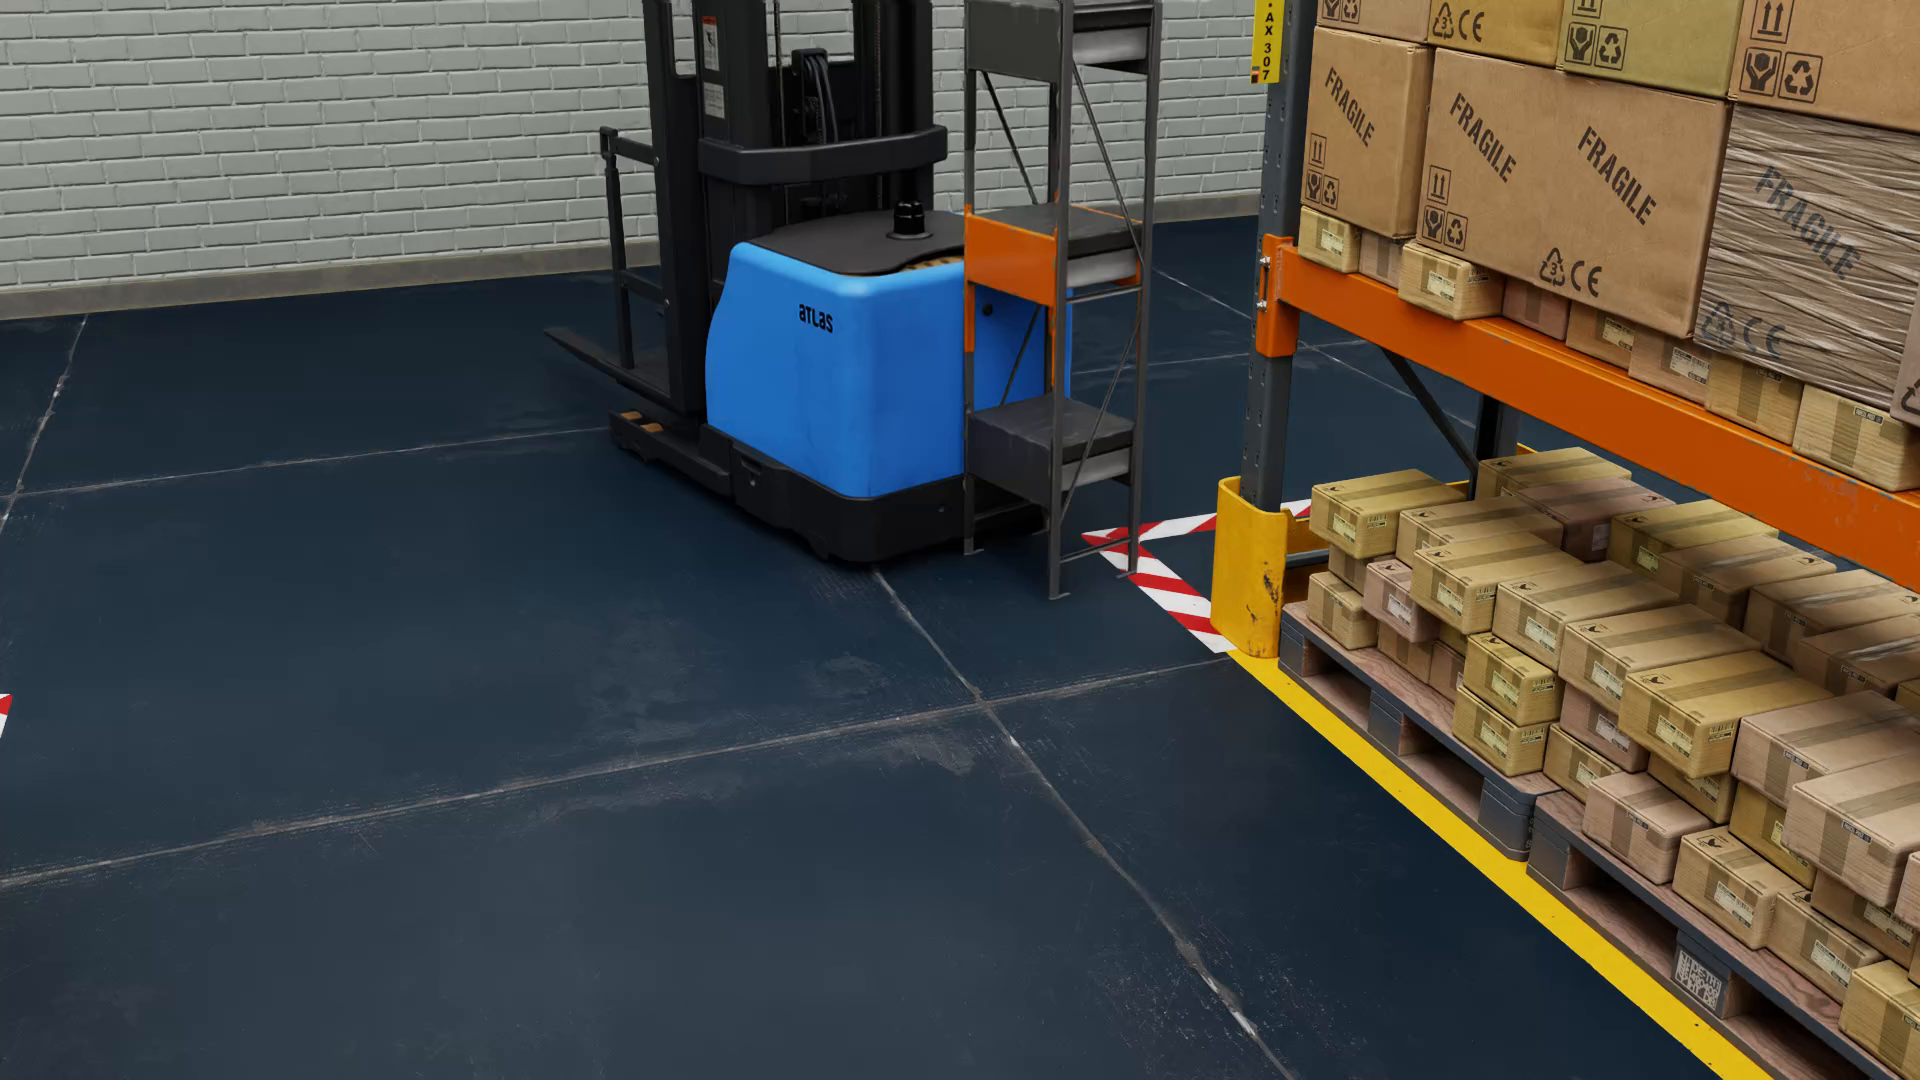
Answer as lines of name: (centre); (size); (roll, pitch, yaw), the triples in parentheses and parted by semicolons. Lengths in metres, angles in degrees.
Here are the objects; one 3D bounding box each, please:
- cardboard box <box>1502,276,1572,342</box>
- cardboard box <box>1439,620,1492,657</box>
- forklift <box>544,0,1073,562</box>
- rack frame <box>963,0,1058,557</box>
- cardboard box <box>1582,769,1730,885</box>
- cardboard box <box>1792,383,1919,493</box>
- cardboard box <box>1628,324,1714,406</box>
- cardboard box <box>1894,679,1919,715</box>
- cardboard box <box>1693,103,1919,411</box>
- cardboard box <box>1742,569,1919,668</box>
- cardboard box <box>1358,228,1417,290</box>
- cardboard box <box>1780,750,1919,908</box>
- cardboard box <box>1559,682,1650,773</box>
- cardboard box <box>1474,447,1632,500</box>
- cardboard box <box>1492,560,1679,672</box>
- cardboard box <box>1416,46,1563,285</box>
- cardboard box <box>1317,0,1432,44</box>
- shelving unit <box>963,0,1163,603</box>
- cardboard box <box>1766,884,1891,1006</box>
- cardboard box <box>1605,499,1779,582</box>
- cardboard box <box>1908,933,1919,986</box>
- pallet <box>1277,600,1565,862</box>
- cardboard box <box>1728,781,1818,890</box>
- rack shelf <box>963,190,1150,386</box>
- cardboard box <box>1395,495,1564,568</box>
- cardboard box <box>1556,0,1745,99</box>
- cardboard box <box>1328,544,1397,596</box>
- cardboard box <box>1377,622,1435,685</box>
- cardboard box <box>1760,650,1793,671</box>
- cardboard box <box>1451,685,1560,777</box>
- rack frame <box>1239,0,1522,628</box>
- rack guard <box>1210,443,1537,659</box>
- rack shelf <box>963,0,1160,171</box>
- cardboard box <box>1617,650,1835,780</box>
cardboard box: (1.603, -0.617, 4.175); (0.380, 0.149, 0.250); (-7, 24, -17)
cardboard box: (1.559, 0.230, 4.589); (0.380, 0.149, 0.250); (-8, 24, -18)
forklift: (-0.854, -1.780, 6.700); (1.130, 2.935, 3.031); (-16, 28, -34)
rack frame: (0.177, -0.952, 5.805); (0.400, 2.100, 0.015); (-16, 28, -34)
cardboard box: (1.724, 0.655, 3.964); (0.380, 0.149, 0.250); (-10, 25, -22)
cardboard box: (1.875, -0.223, 3.242); (0.380, 0.149, 0.250); (-8, 24, -18)
cardboard box: (1.736, -0.422, 3.712); (0.380, 0.149, 0.250); (-9, 24, -20)
cardboard box: (2.358, 0.412, 3.775); (0.380, 0.149, 0.250); (-8, 24, -19)
cardboard box: (1.861, -0.590, 3.276); (0.500, 0.500, 0.500); (-9, 24, -20)
cardboard box: (2.250, 0.209, 4.255); (0.380, 0.149, 0.250); (-7, 24, -17)
cardboard box: (1.338, -0.798, 4.604); (0.380, 0.149, 0.250); (-7, 24, -17)
cardboard box: (1.916, 0.579, 3.377); (0.380, 0.149, 0.250); (-9, 25, -21)
cardboard box: (1.731, 0.421, 4.135); (0.380, 0.149, 0.250); (-10, 25, -22)
cardboard box: (1.825, -0.159, 5.129); (0.380, 0.149, 0.250); (-8, 24, -18)
cardboard box: (1.613, 0.192, 4.297); (0.380, 0.149, 0.250); (-10, 25, -22)
cardboard box: (1.514, -0.954, 4.139); (0.500, 0.500, 0.500); (-8, 24, -19)
cardboard box: (1.312, -1.607, 4.402); (0.500, 0.500, 0.500); (-8, 24, -19)
shelving unit: (0.324, -0.876, 5.625); (0.431, 2.100, 0.503); (-16, 28, -34)
cardboard box: (1.962, 0.835, 3.537); (0.380, 0.149, 0.250); (-8, 24, -18)
cardboard box: (2.071, 0.017, 4.712); (0.380, 0.149, 0.250); (-9, 24, -20)
cardboard box: (2.082, 0.817, 3.197); (0.380, 0.149, 0.250); (-8, 24, -18)
pallet: (1.682, 0.450, 4.911); (1.003, 0.211, 1.213); (-8, 24, -19)
cardboard box: (1.952, 0.614, 3.678); (0.380, 0.149, 0.250); (-7, 24, -16)
rack shelf: (0.324, -0.864, 5.630); (0.431, 0.518, 0.480); (-16, 28, -34)
cardboard box: (1.479, 0.004, 4.743); (0.380, 0.149, 0.250); (-8, 24, -18)
cardboard box: (1.659, -1.233, 3.513); (0.500, 0.500, 0.500); (-9, 24, -20)
cardboard box: (1.346, 0.046, 5.026); (0.380, 0.149, 0.250); (-7, 24, -17)
cardboard box: (1.456, 0.276, 4.864); (0.380, 0.149, 0.250); (-8, 24, -19)
cardboard box: (2.235, 0.348, 4.309); (0.380, 0.149, 0.250); (-8, 24, -18)
cardboard box: (1.538, 0.473, 4.396); (0.380, 0.149, 0.250); (-8, 24, -18)
rack frame: (1.401, -1.163, 5.147); (1.000, 3.000, 0.127); (-8, 24, -19)
rack guard: (1.428, 0.017, 5.567); (1.175, 0.500, 0.348); (-8, 24, -19)
rack shelf: (0.324, -1.509, 5.358); (0.431, 0.518, 0.480); (-16, 28, -34)
cardboard box: (1.752, 0.396, 3.813); (0.380, 0.149, 0.250); (-8, 24, -18)
